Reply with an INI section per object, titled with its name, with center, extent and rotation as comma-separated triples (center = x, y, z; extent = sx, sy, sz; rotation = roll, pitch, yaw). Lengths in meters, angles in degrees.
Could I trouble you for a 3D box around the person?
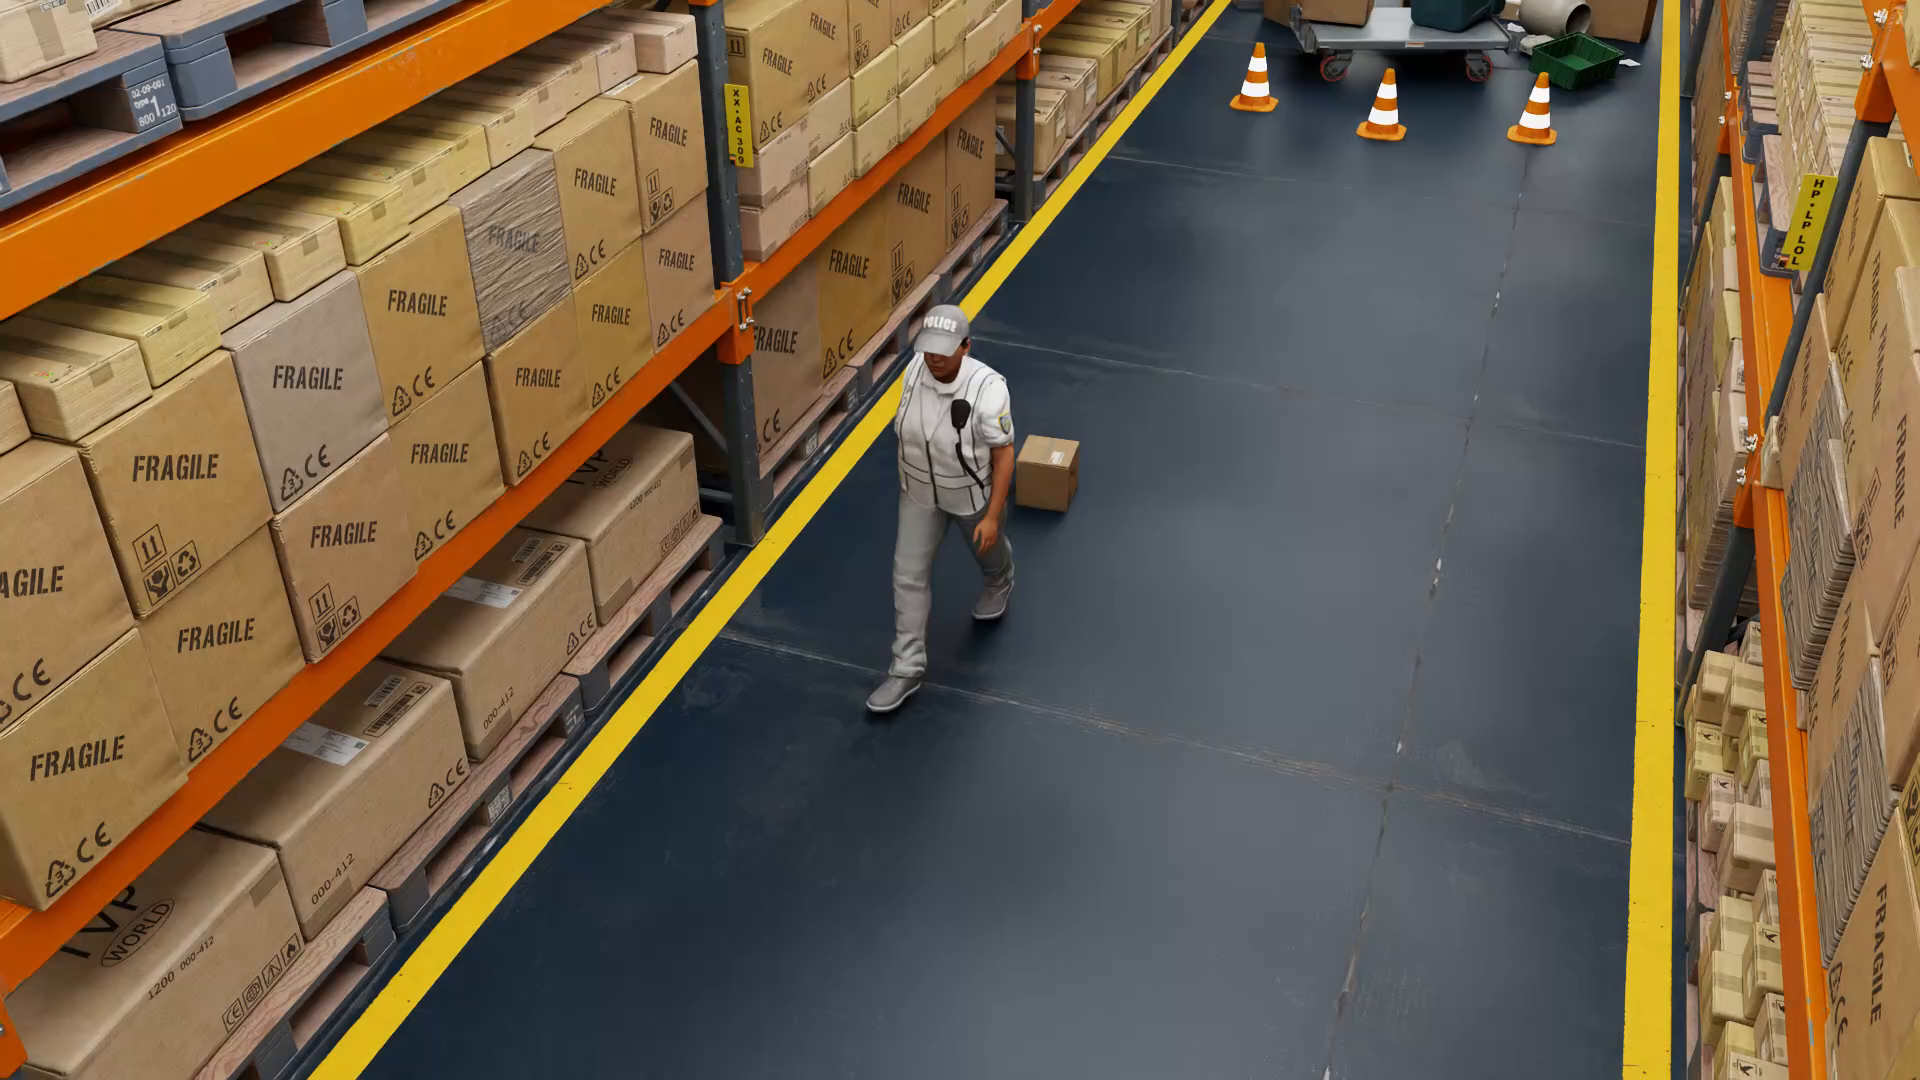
[person]
center = -0.022, -0.188, 6.431
extent = 0.499, 1.595, 1.039
rotation = 12, 35, 18
